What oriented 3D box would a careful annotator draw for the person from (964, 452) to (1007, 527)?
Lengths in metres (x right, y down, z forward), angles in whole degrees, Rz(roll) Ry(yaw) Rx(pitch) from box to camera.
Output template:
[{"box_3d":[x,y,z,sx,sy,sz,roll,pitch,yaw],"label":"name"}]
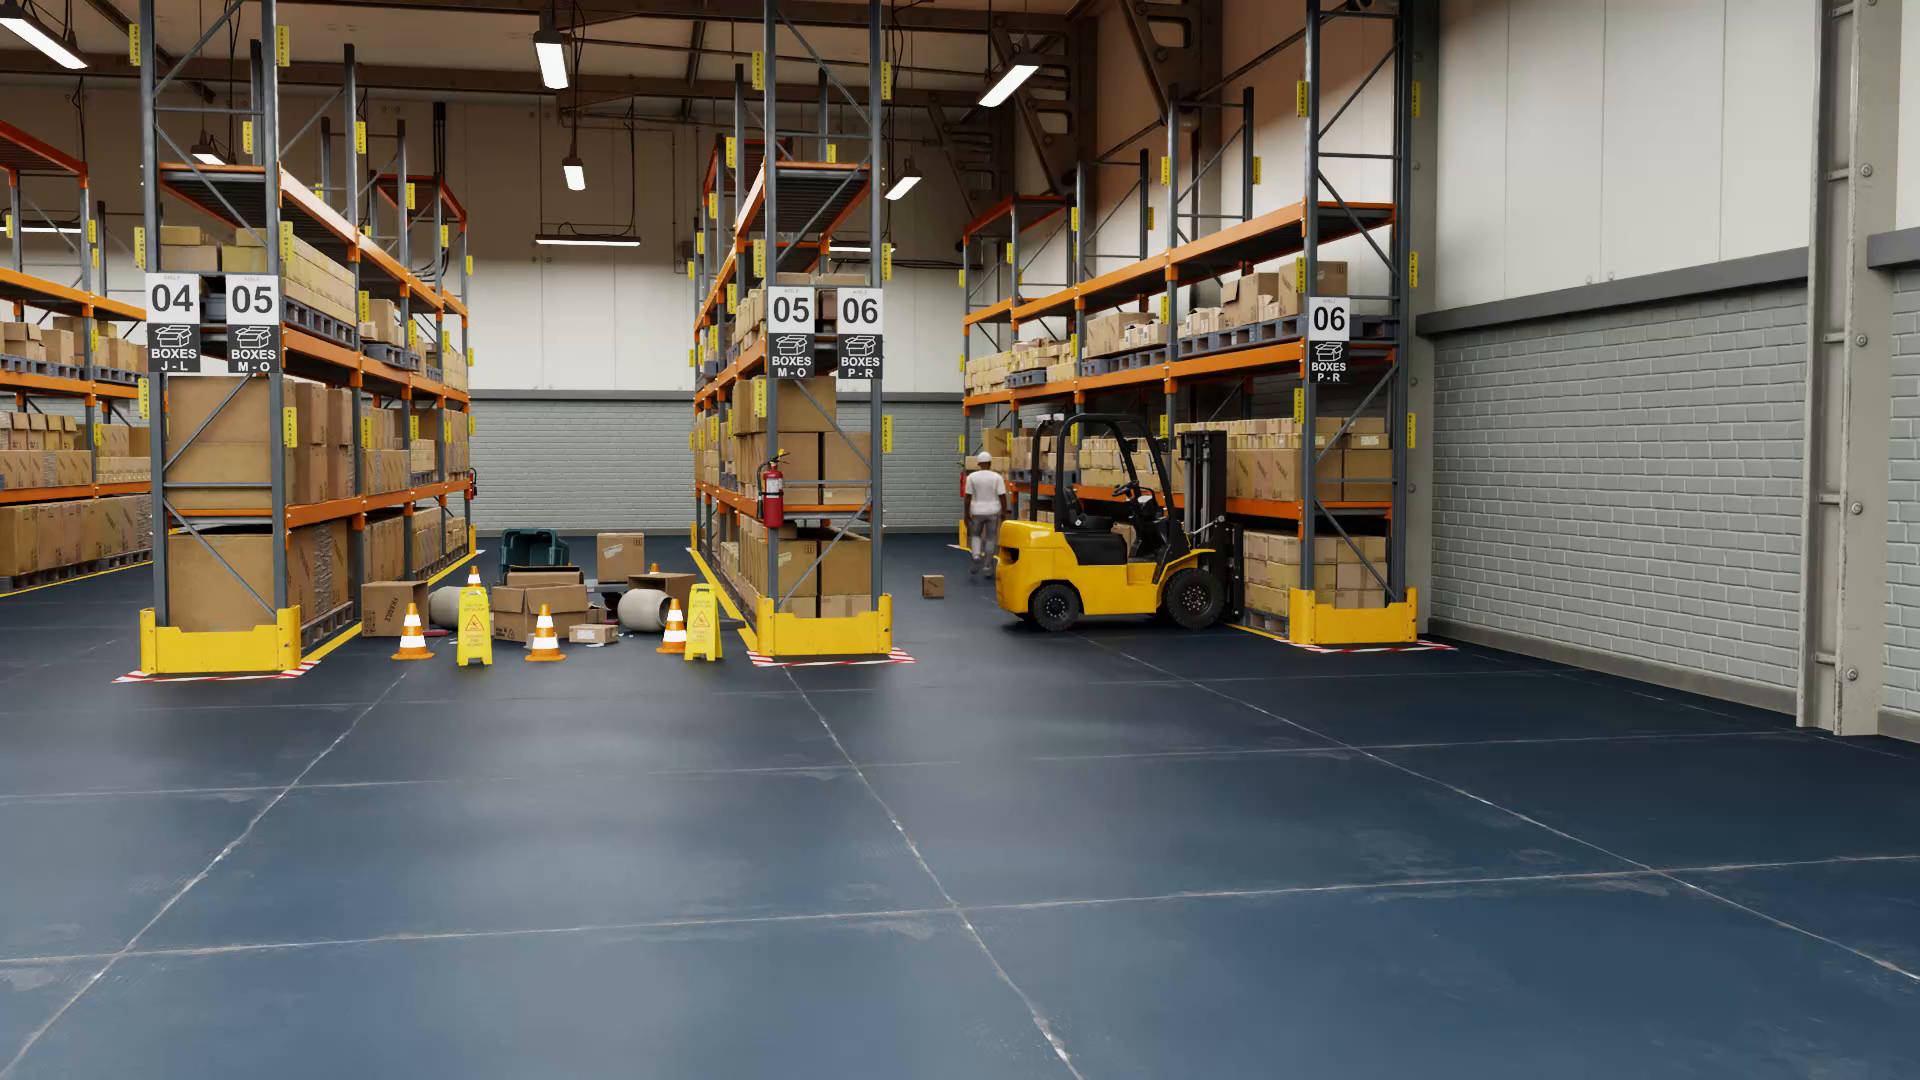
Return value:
[{"box_3d":[0.360,-0.710,23.482,0.611,1.074,0.355,0,3,8],"label":"person"}]
